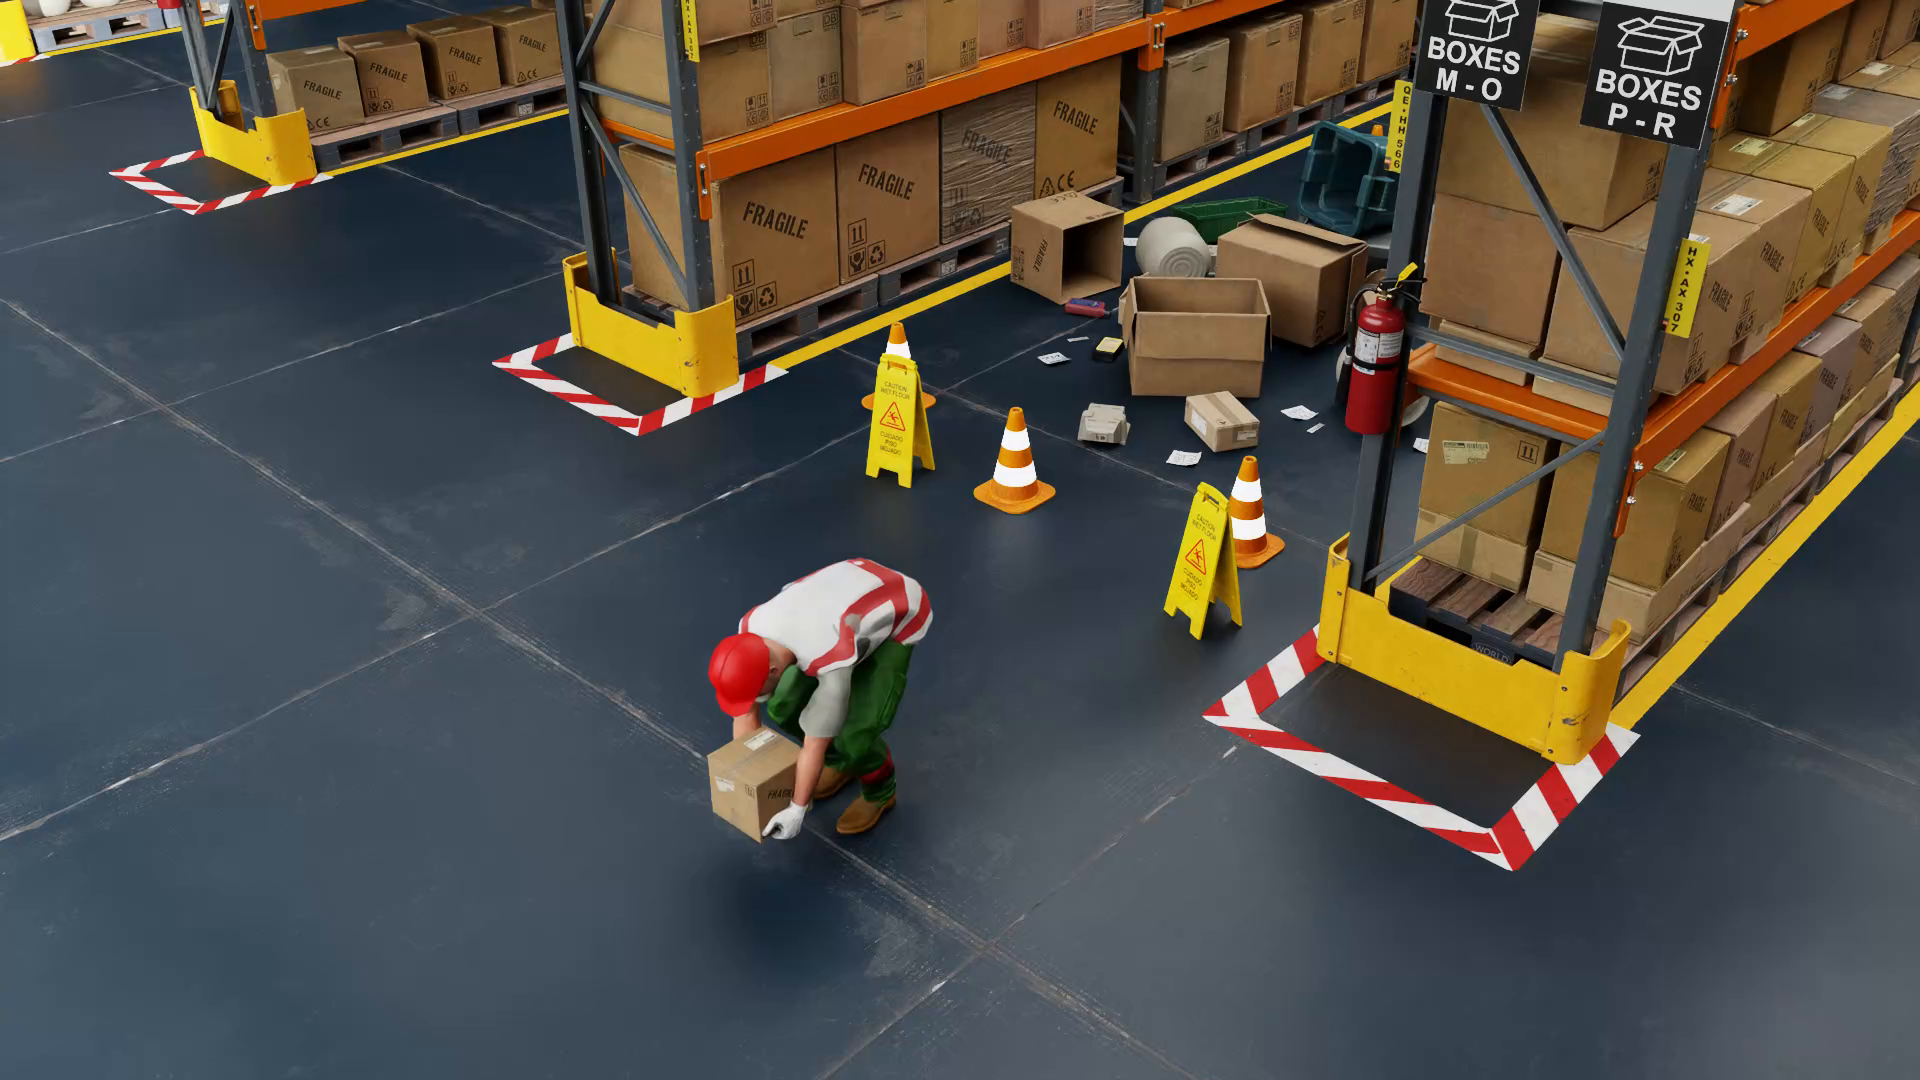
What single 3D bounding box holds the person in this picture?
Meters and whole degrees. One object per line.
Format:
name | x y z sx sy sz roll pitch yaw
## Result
person | -0.498 0.598 5.867 0.524 1.014 0.958 23 38 33
